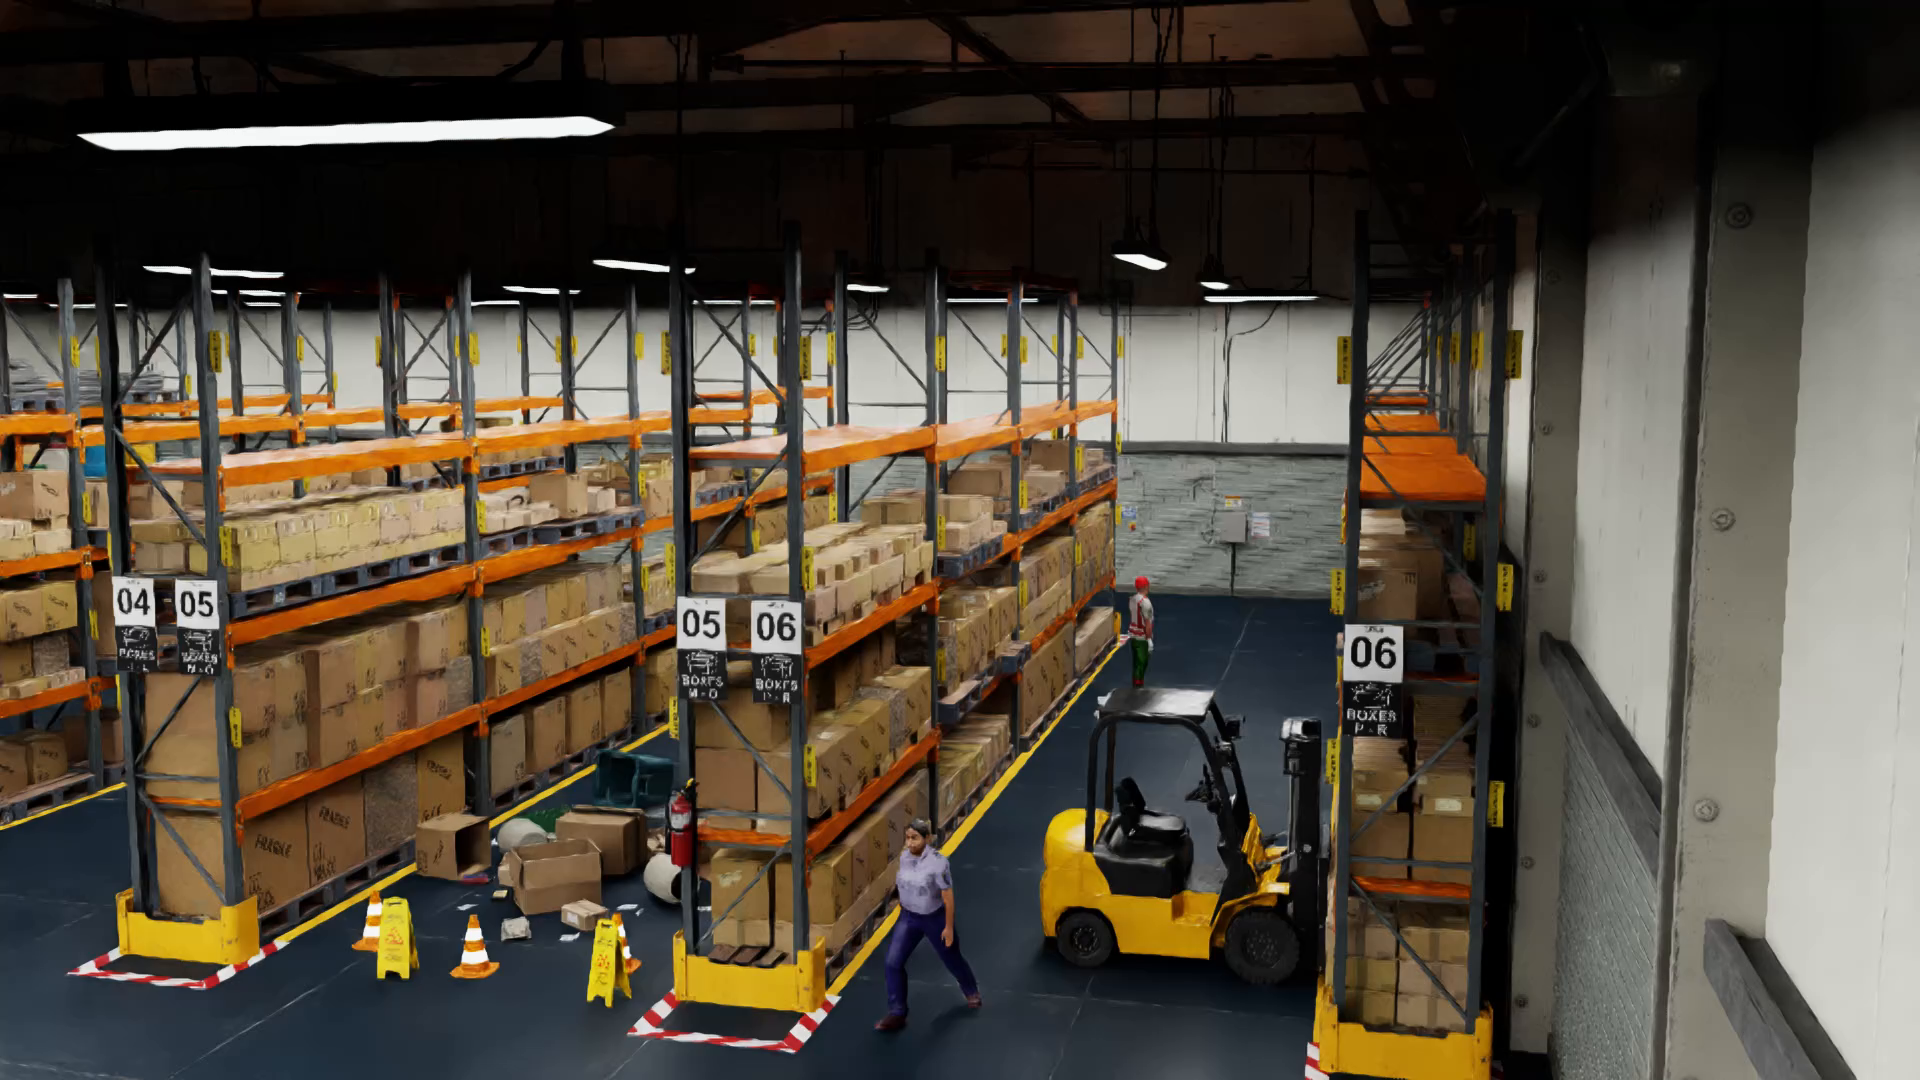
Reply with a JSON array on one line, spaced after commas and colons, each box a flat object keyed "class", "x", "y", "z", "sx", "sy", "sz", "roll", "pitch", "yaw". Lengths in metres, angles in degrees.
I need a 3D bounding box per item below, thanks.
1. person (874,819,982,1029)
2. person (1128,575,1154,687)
[{"class": "person", "x": -0.217, "y": 2.854, "z": 12.569, "sx": 0.526, "sy": 1.581, "sz": 0.939, "roll": 5, "pitch": 8, "yaw": 33}, {"class": "person", "x": 2.613, "y": 1.388, "z": 23.598, "sx": 0.450, "sy": 1.789, "sz": 0.605, "roll": -2, "pitch": 7, "yaw": -17}]
